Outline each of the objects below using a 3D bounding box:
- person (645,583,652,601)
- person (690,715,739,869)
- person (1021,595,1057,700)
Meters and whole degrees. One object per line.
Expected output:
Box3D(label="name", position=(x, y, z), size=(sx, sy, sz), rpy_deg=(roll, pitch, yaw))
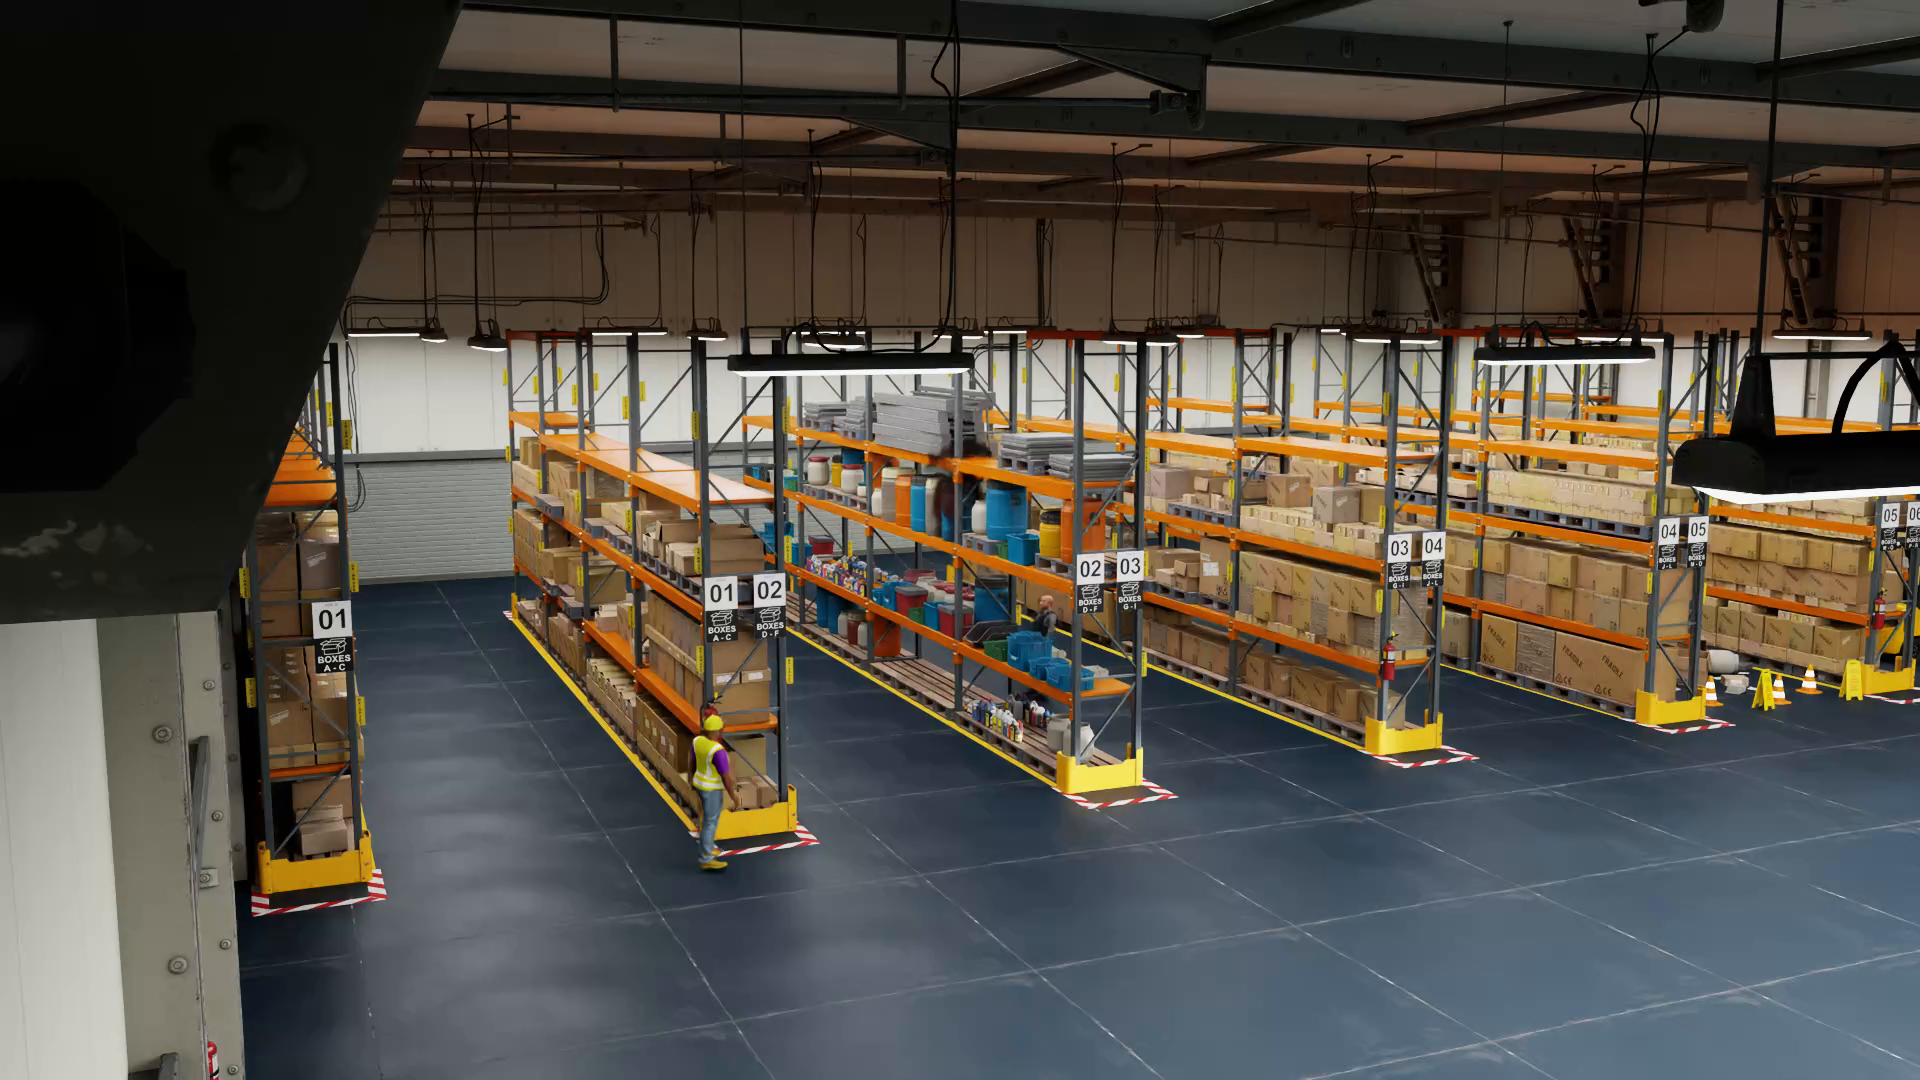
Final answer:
Box3D(label="person", position=(-6.428, 0.926, 33.760), size=(0.461, 1.619, 0.978), rpy_deg=(-4, 9, -29))
Box3D(label="person", position=(-2.866, 2.880, 19.163), size=(0.497, 1.798, 0.695), rpy_deg=(-5, 9, -33))
Box3D(label="person", position=(1.303, 1.762, 27.299), size=(0.513, 1.722, 0.556), rpy_deg=(-3, 8, -18))
